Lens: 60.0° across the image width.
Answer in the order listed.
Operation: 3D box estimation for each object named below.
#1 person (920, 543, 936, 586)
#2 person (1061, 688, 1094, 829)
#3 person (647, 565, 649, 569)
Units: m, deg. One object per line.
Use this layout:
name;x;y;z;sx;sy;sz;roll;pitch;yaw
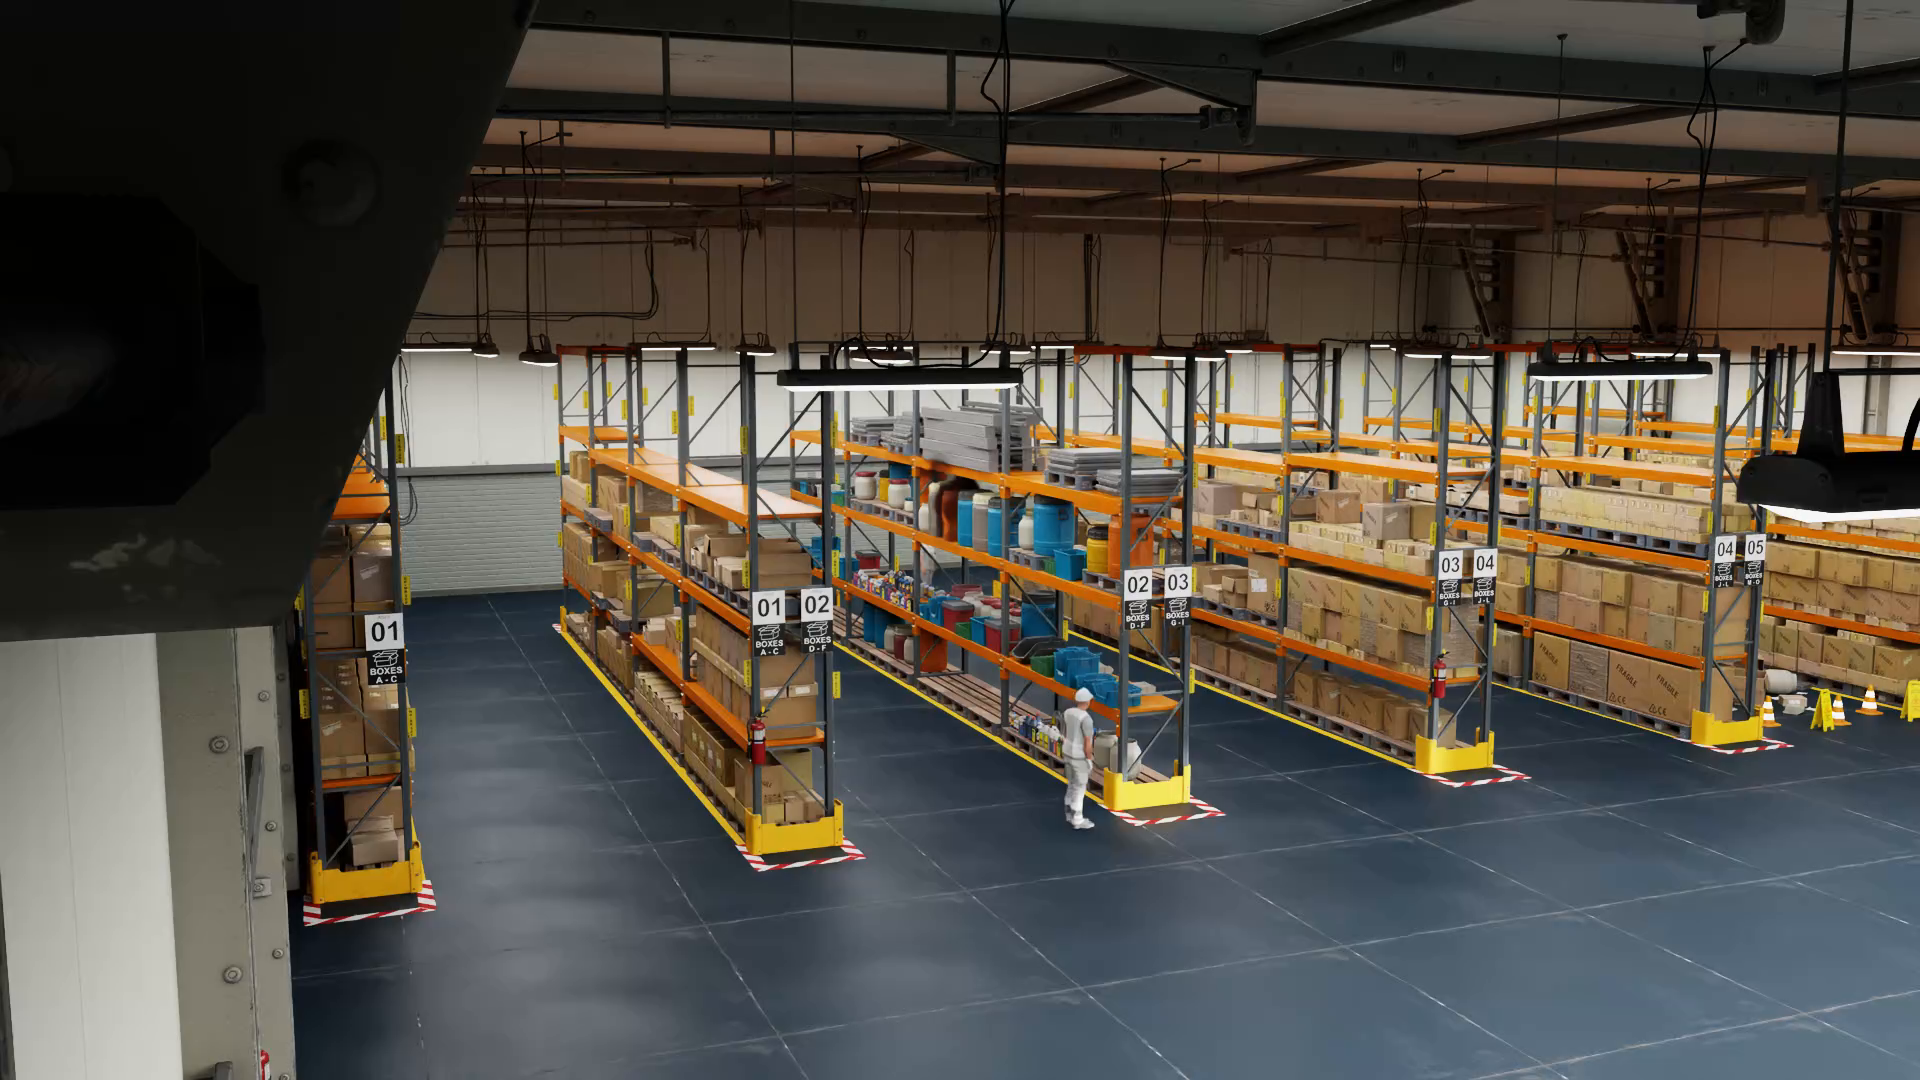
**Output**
person;-0.749;0.668;38.109;0.369;1.681;0.471;6;9;38
person;1.523;2.763;21.110;0.395;1.794;0.557;-4;8;-30
person;-7.046;0.838;36.577;0.583;1.741;0.960;-6;10;-41
